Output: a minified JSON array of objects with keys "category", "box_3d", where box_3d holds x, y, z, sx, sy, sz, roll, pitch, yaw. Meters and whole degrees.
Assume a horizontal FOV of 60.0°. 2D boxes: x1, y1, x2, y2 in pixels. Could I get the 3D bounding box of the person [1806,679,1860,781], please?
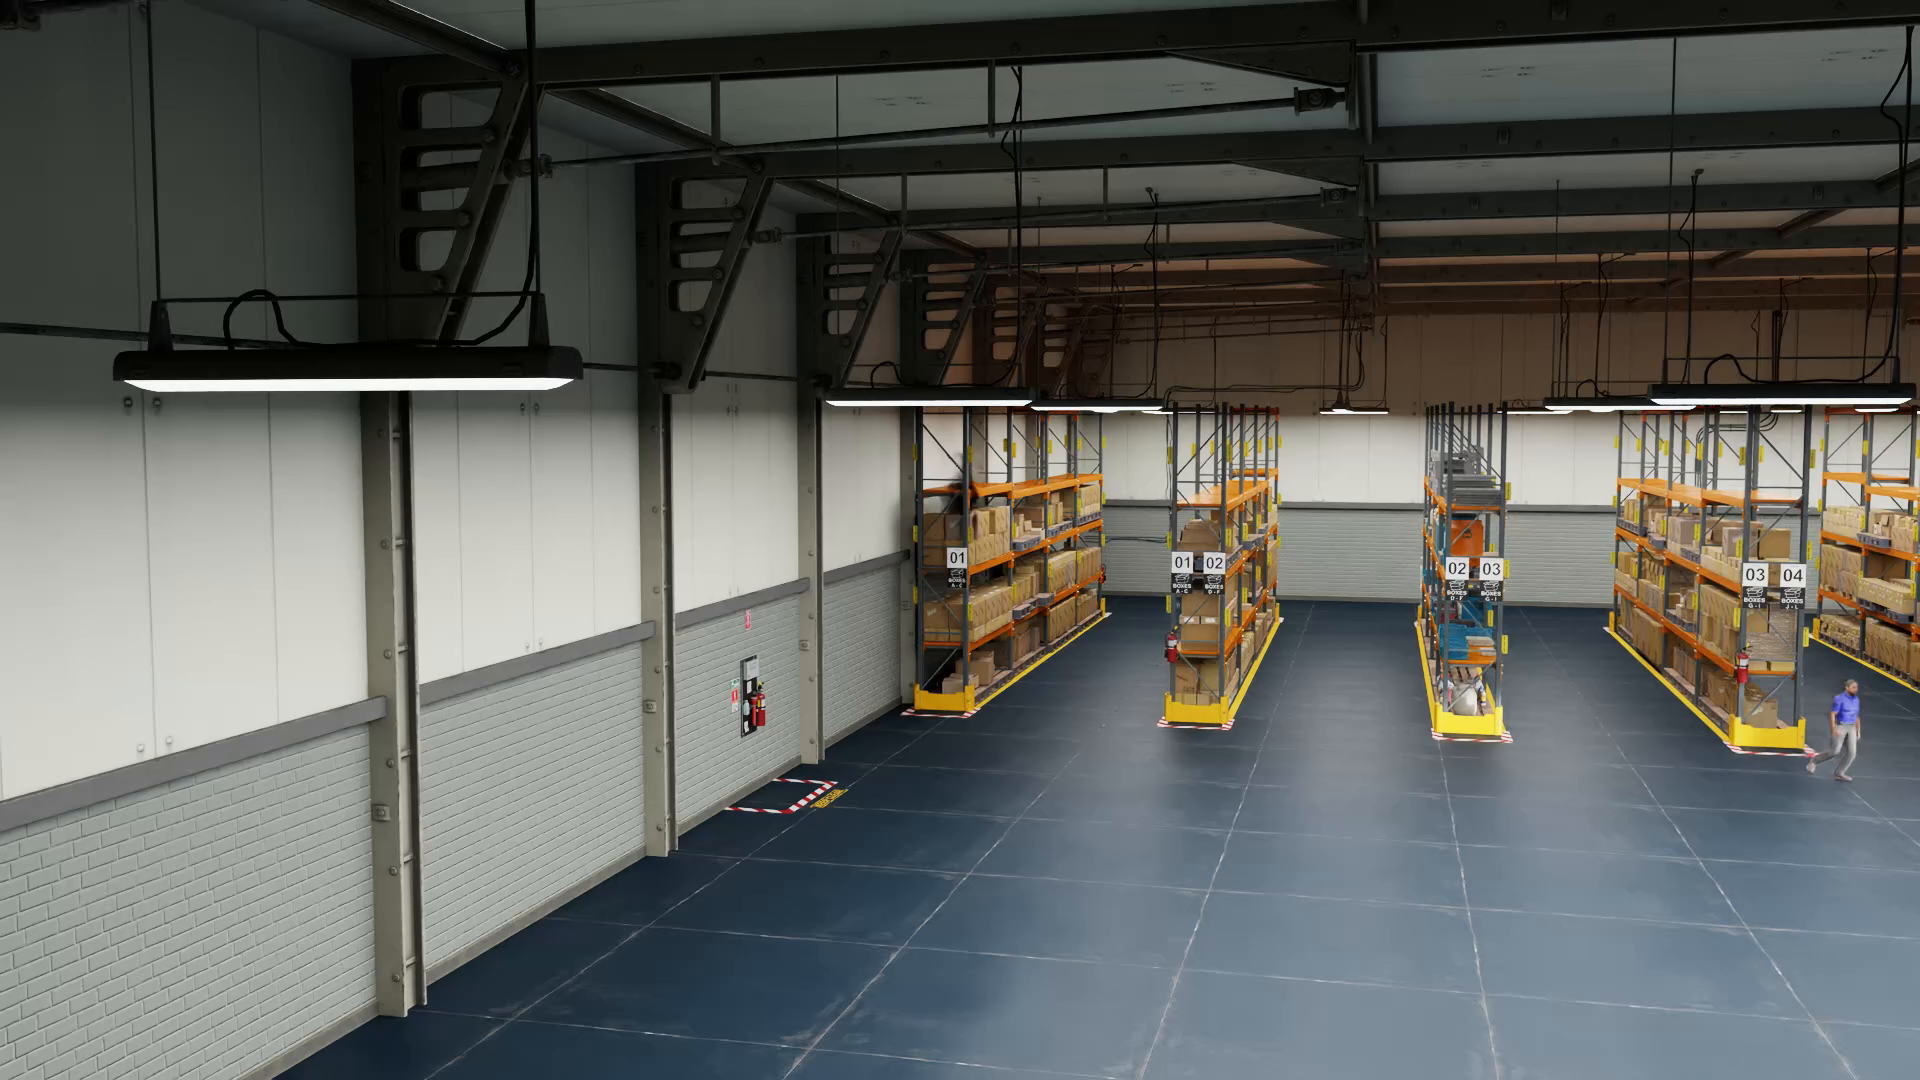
[{"category":"person","box_3d":[13.816,2.981,26.246,0.729,1.578,0.543,-1,4,-13]}]
